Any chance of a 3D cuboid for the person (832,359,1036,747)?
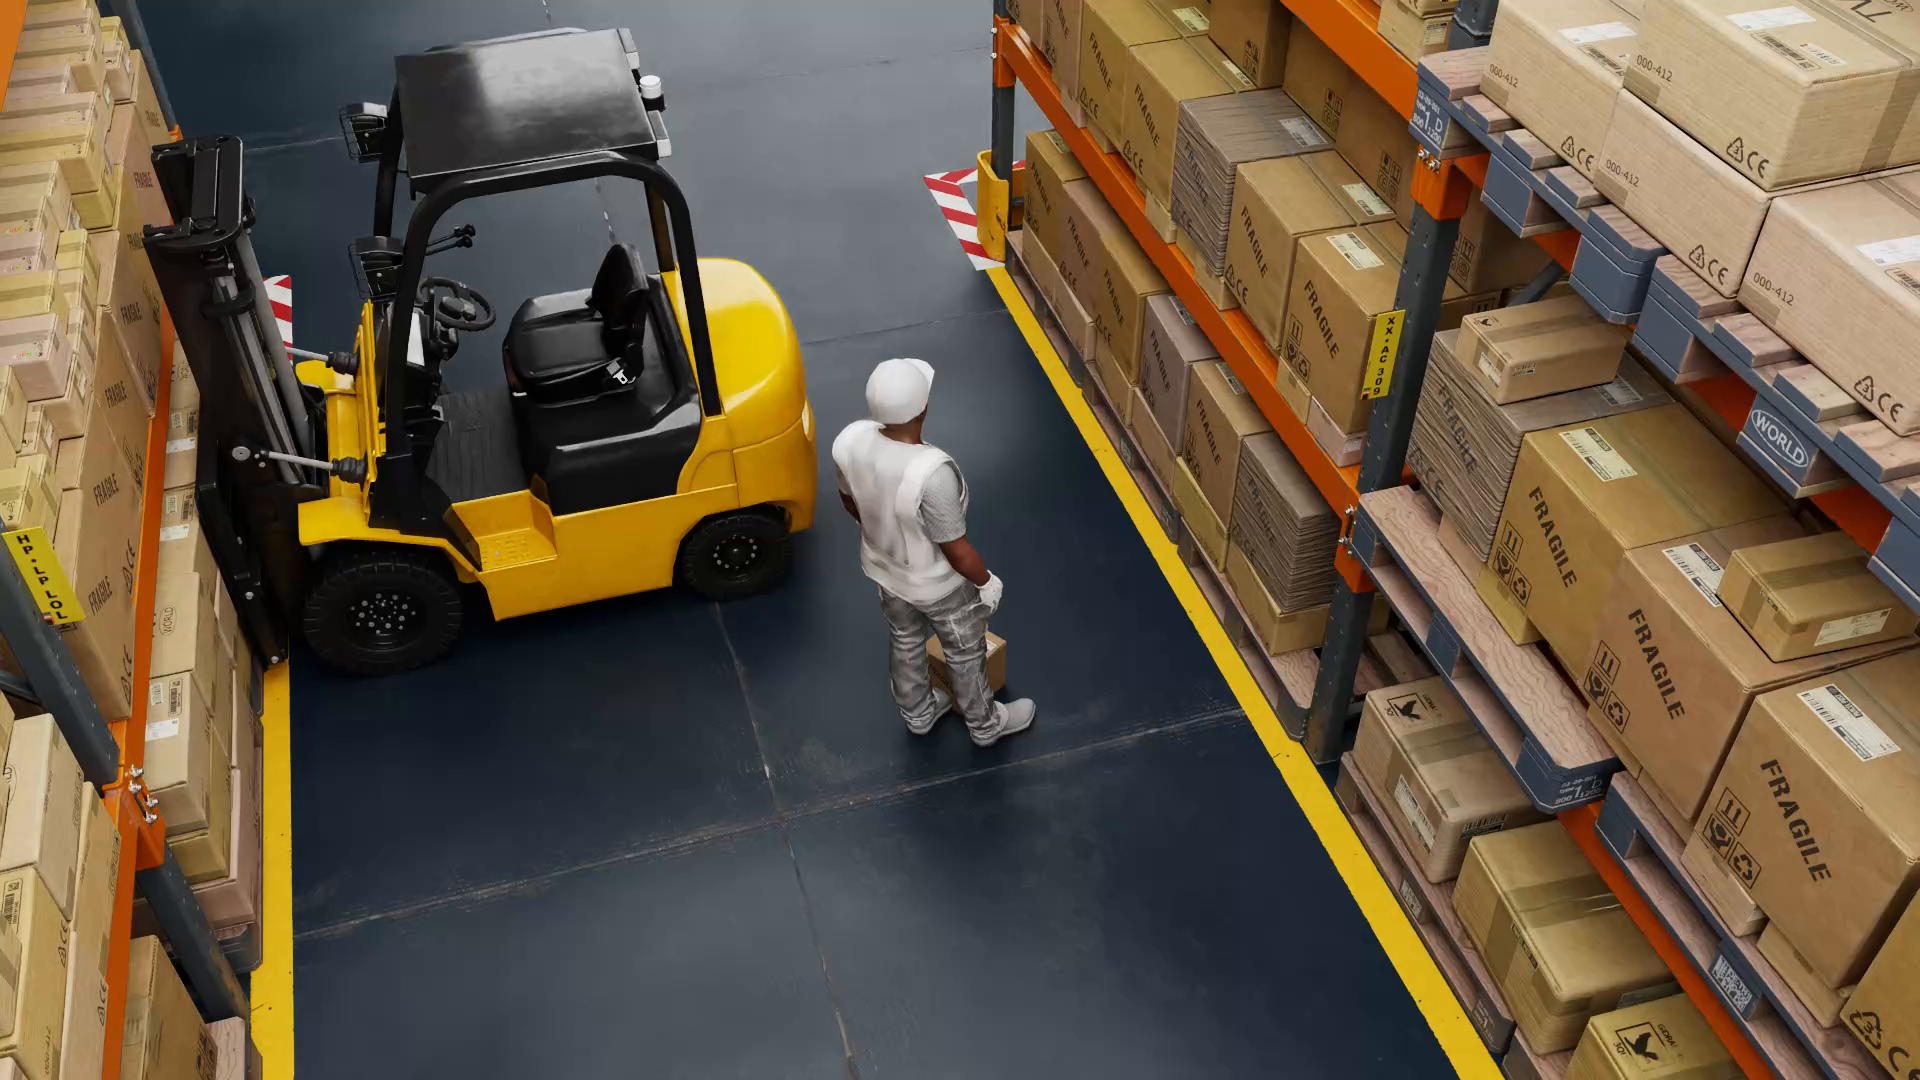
[{"bbox_3d":[-0.093,0.047,6.079,0.657,1.784,0.576,30,50,29],"label":"person"}]
